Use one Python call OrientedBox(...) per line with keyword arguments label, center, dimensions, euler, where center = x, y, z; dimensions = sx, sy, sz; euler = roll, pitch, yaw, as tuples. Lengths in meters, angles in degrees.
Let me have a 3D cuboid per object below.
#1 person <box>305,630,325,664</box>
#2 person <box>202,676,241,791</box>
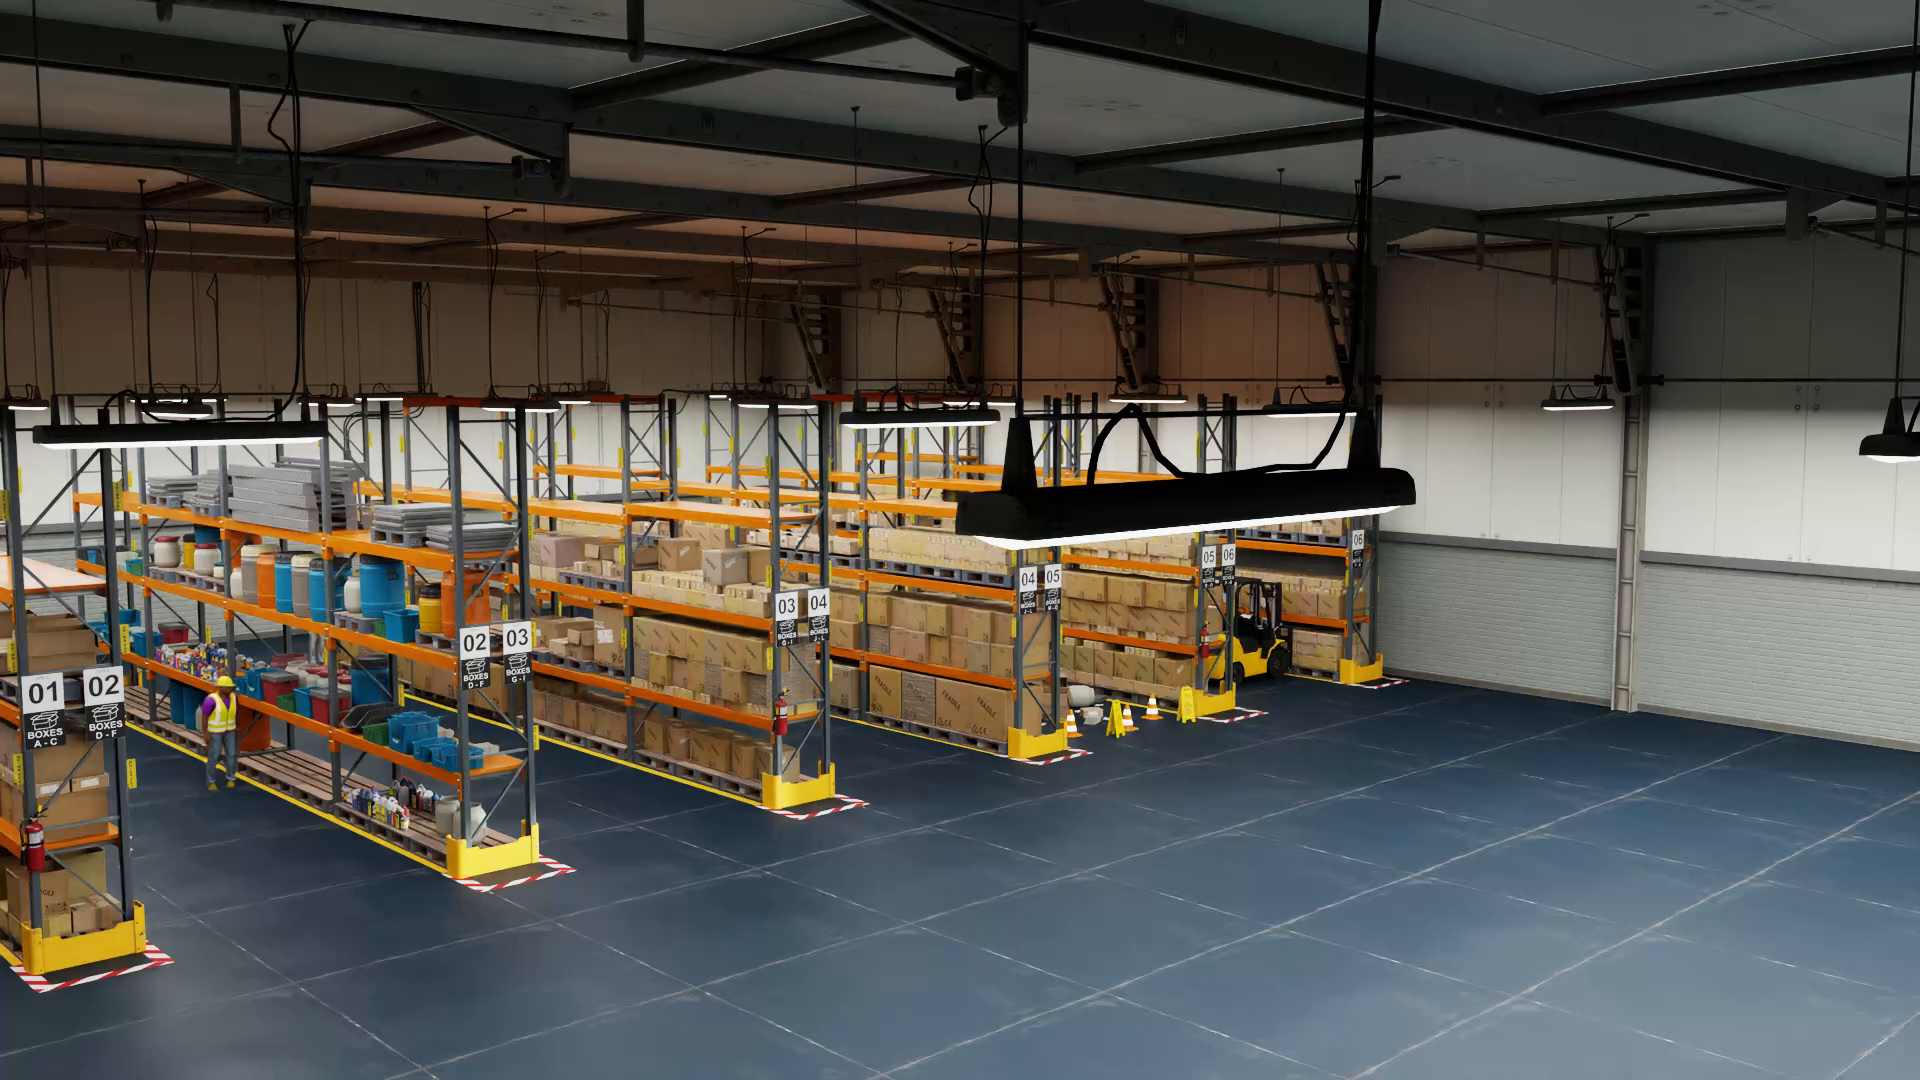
OrientedBox(label="person", center=(-14.344, 1.859, 37.048), dimensions=(0.404, 1.774, 0.583), euler=(5, 7, 39))
OrientedBox(label="person", center=(-11.417, 2.980, 25.748), dimensions=(0.475, 1.788, 0.633), euler=(4, 7, 37))
